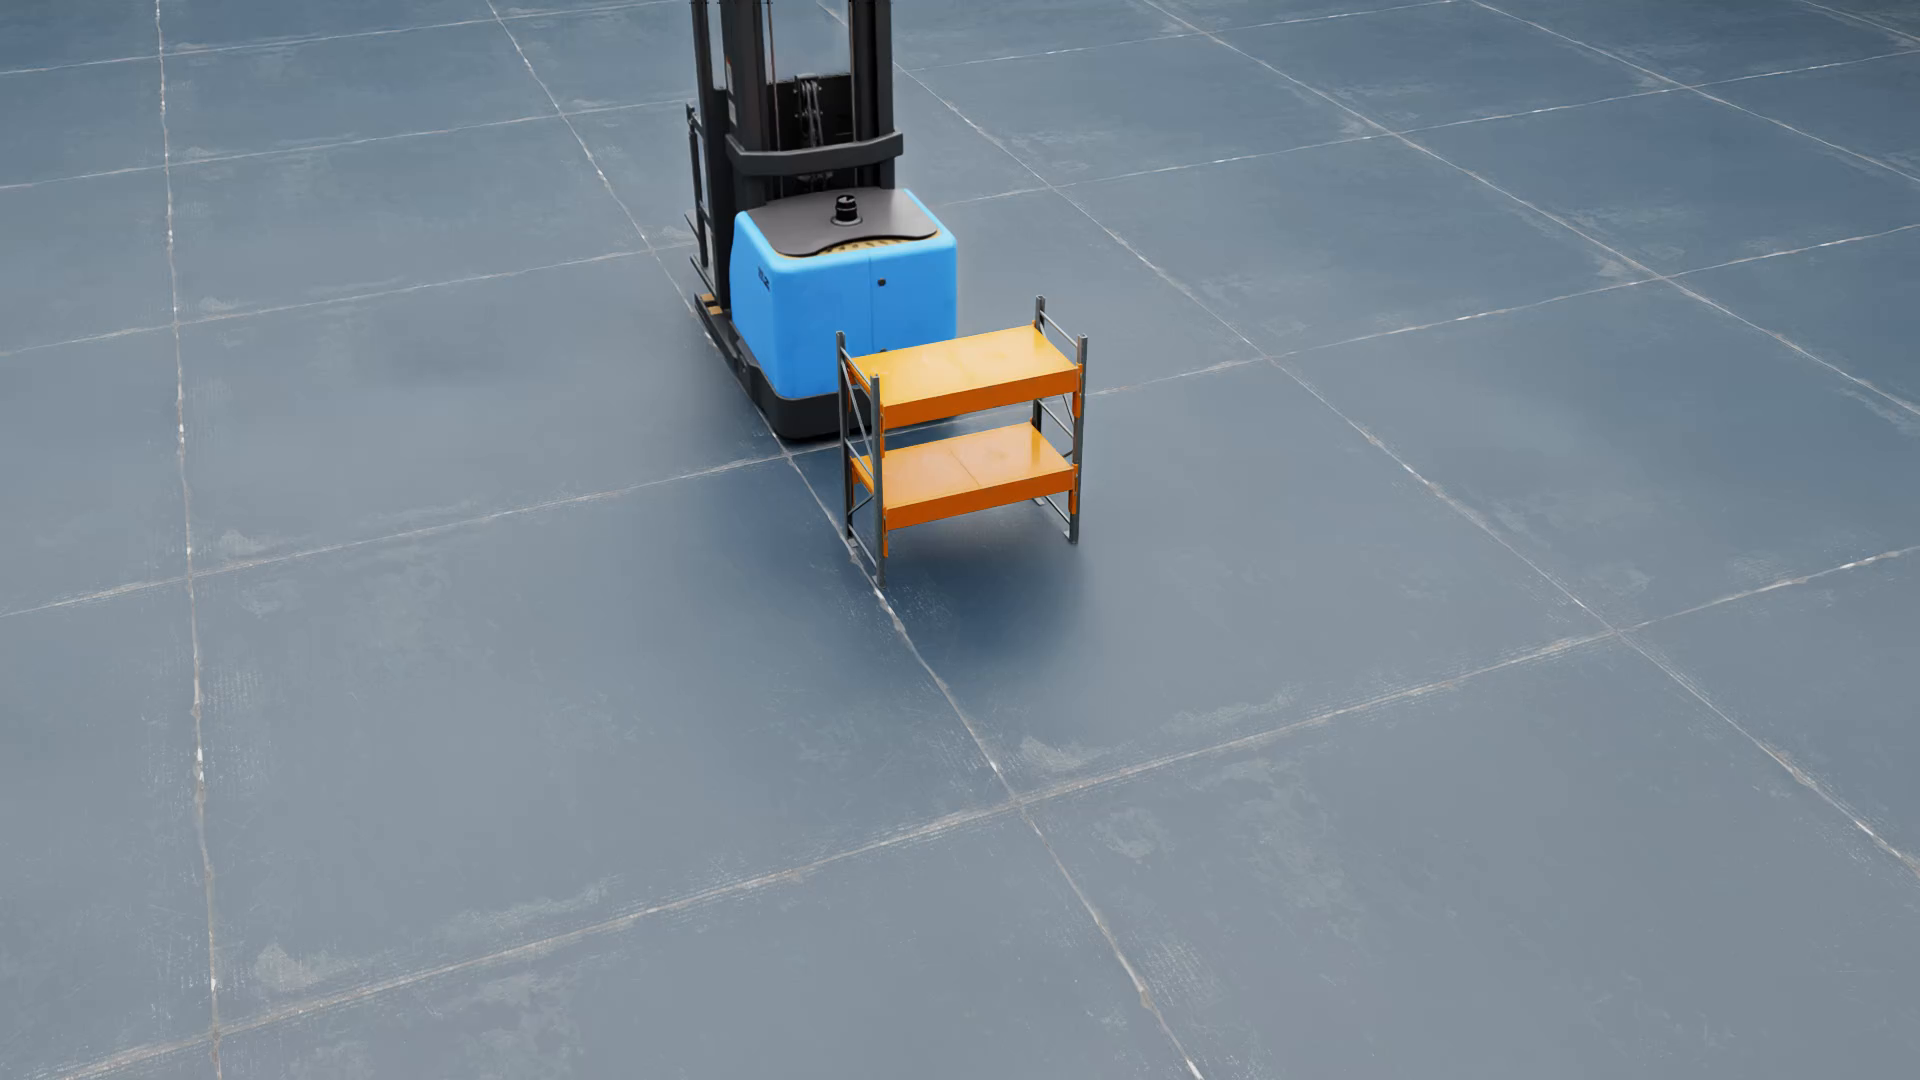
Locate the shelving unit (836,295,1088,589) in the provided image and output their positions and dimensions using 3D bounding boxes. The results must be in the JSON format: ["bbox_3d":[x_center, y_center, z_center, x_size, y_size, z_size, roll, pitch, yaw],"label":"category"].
[{"bbox_3d":[0.006,-0.473,7.945,1.048,1.125,0.538,-13,35,-19],"label":"shelving unit"}]

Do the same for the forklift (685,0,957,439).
[{"bbox_3d":[-1.004,-2.569,9.511,1.130,2.935,3.031,-12,35,-18],"label":"forklift"}]

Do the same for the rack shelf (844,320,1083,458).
[{"bbox_3d":[0.006,-0.718,7.786,1.000,0.278,0.538,-13,35,-19],"label":"rack shelf"}]

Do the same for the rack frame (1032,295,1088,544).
[{"bbox_3d":[0.475,-0.580,8.110,0.032,1.125,0.500,-13,35,-19],"label":"rack frame"}]

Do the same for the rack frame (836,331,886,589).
[{"bbox_3d":[-0.462,-0.366,7.780,0.032,1.125,0.500,-13,35,-19],"label":"rack frame"}]

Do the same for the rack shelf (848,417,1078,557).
[{"bbox_3d":[0.006,-0.268,8.079,1.000,0.278,0.538,-13,35,-19],"label":"rack shelf"}]
